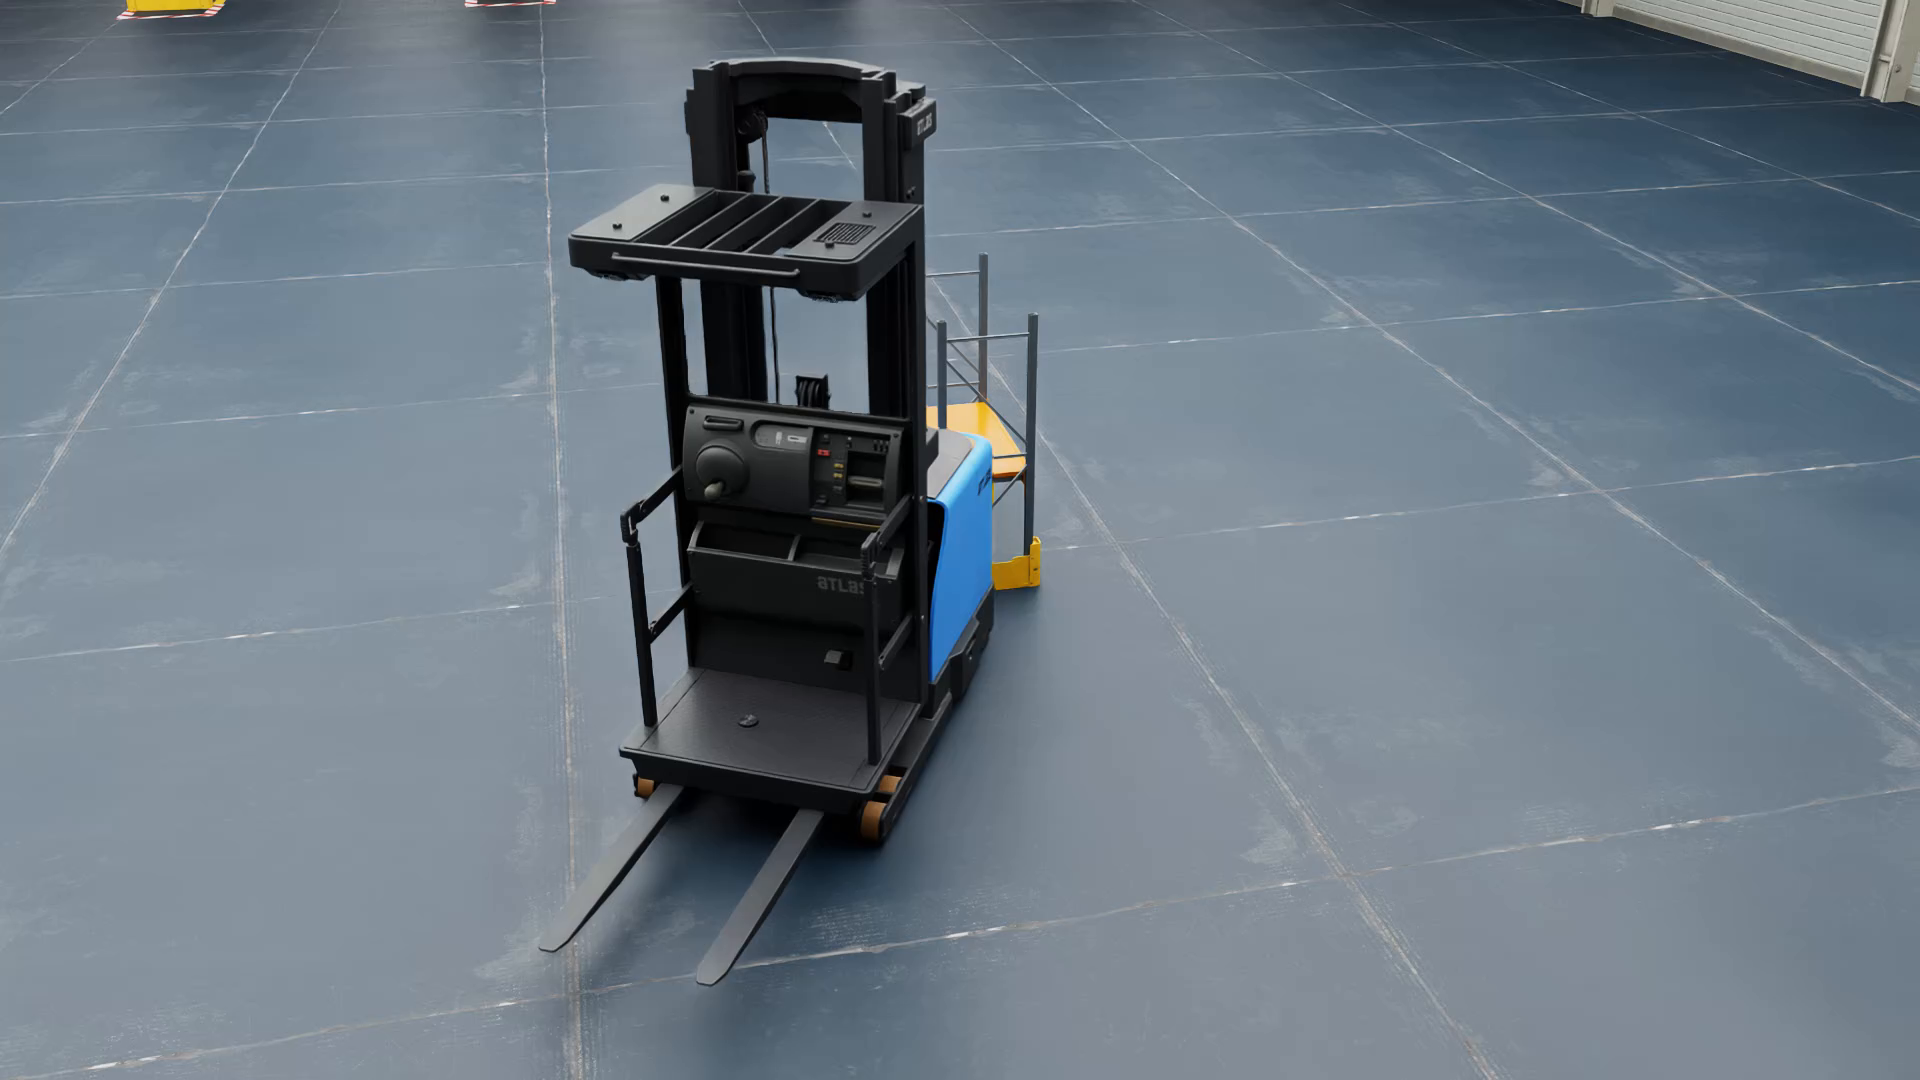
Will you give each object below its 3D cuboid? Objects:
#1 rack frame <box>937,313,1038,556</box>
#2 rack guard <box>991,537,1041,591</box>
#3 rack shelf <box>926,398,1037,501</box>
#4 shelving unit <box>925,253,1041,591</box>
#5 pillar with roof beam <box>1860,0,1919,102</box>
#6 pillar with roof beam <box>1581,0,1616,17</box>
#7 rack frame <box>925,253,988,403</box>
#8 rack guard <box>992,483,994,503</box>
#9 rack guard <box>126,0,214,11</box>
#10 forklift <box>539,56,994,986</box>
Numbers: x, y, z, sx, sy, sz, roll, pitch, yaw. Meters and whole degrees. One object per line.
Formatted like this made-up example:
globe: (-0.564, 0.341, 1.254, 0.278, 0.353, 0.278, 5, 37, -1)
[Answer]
rack frame: (0.134, -0.409, 8.396, 0.500, 1.500, 0.032, -6, 27, -12)
rack guard: (0.129, 0.141, 8.694, 0.587, 0.250, 0.087, -6, 27, -12)
rack shelf: (0.019, -0.472, 8.919, 0.538, 0.185, 1.000, -6, 27, -12)
shelving unit: (0.017, -0.636, 8.846, 0.587, 1.500, 1.083, -6, 27, -12)
pillar with roof beam: (6.640, -8.767, 16.632, 9.100, 9.000, 0.400, -6, 27, -12)
pillar with roof beam: (5.288, -11.401, 21.851, 9.100, 9.000, 0.400, -6, 27, -12)
rack frame: (-0.095, -0.855, 9.280, 0.500, 1.500, 0.032, -6, 27, -12)
rack guard: (-0.095, -0.297, 9.561, 0.587, 0.250, 0.087, -6, 27, -12)
rack guard: (-11.970, -8.294, 25.128, 1.175, 0.500, 0.348, -6, 27, -12)
forklift: (-0.741, -0.273, 6.539, 1.130, 2.935, 3.031, 8, 28, 15)
